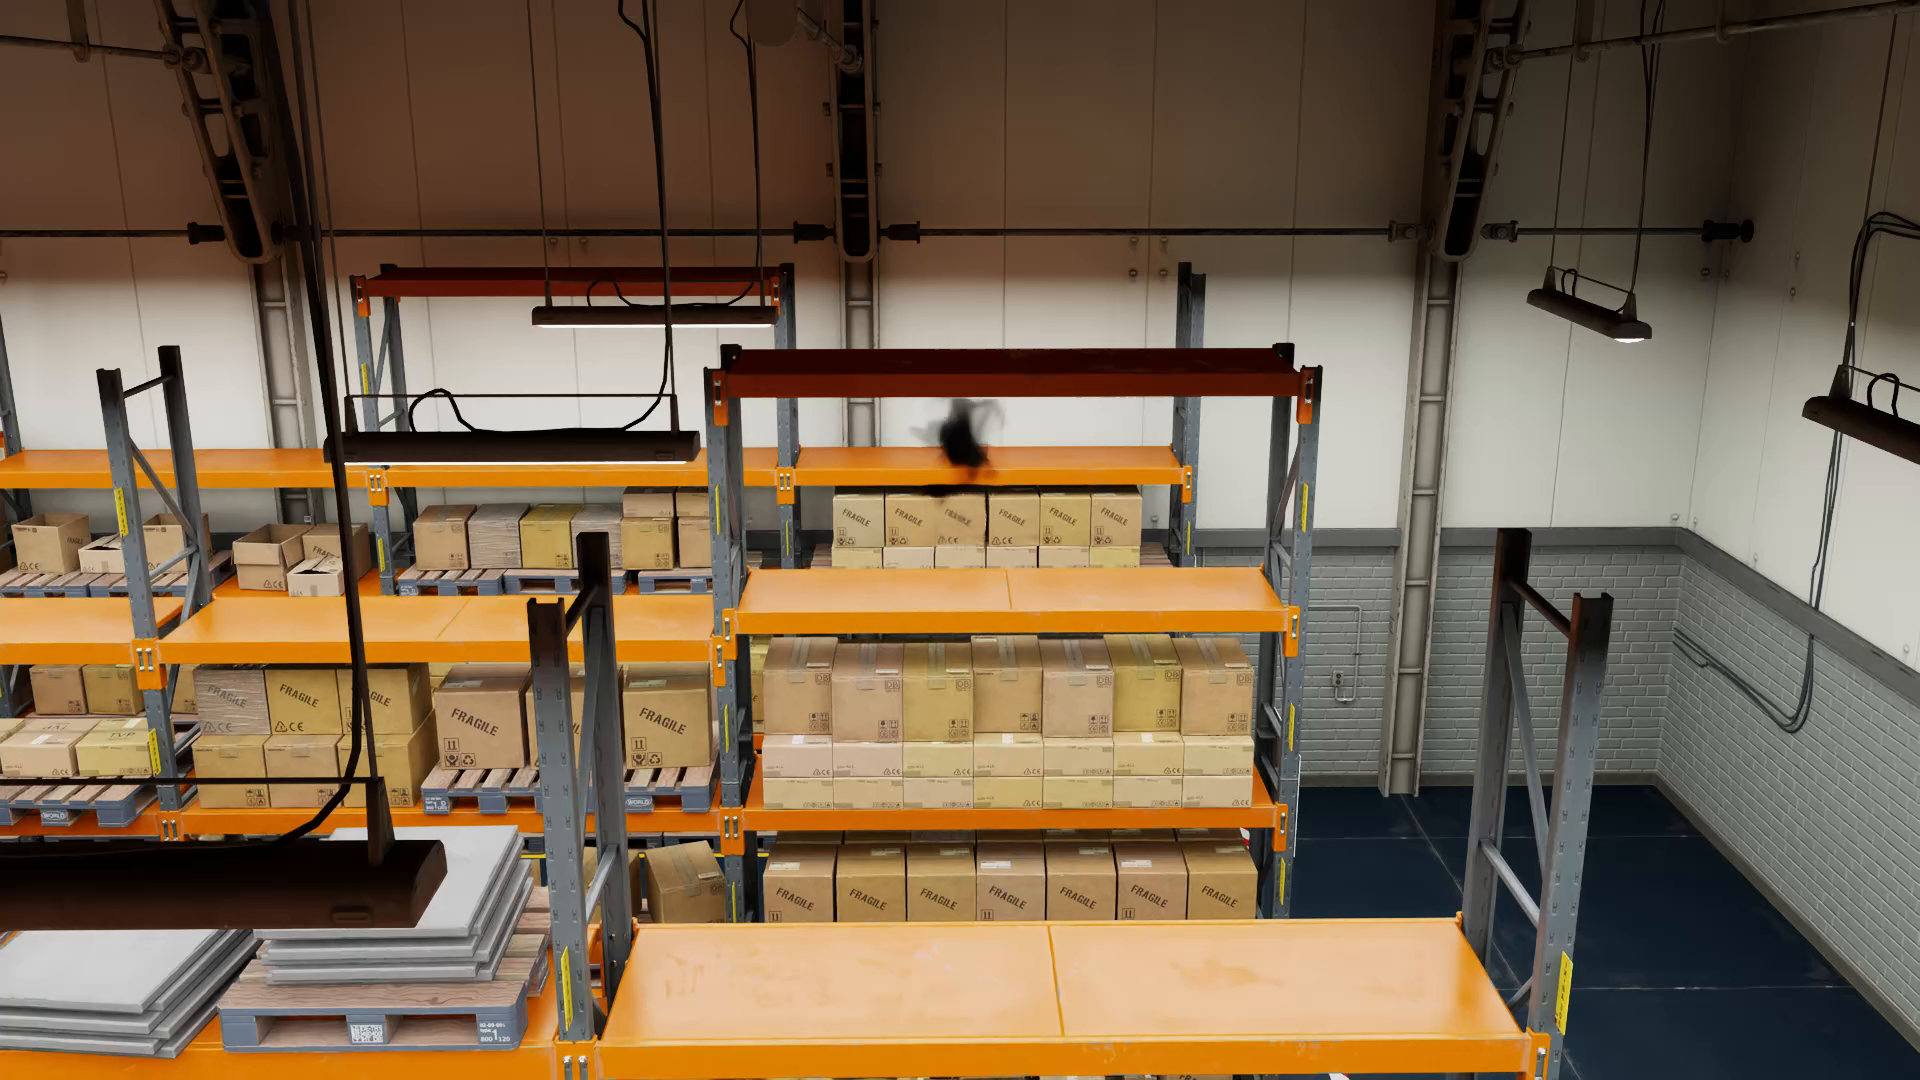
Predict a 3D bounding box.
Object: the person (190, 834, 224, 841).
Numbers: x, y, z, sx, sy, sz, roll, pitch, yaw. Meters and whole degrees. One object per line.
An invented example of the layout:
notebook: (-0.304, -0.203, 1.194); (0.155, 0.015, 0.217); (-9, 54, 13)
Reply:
person: (-6.717, 2.964, 15.255); (0.834, 1.747, 0.675); (-3, 16, -10)
